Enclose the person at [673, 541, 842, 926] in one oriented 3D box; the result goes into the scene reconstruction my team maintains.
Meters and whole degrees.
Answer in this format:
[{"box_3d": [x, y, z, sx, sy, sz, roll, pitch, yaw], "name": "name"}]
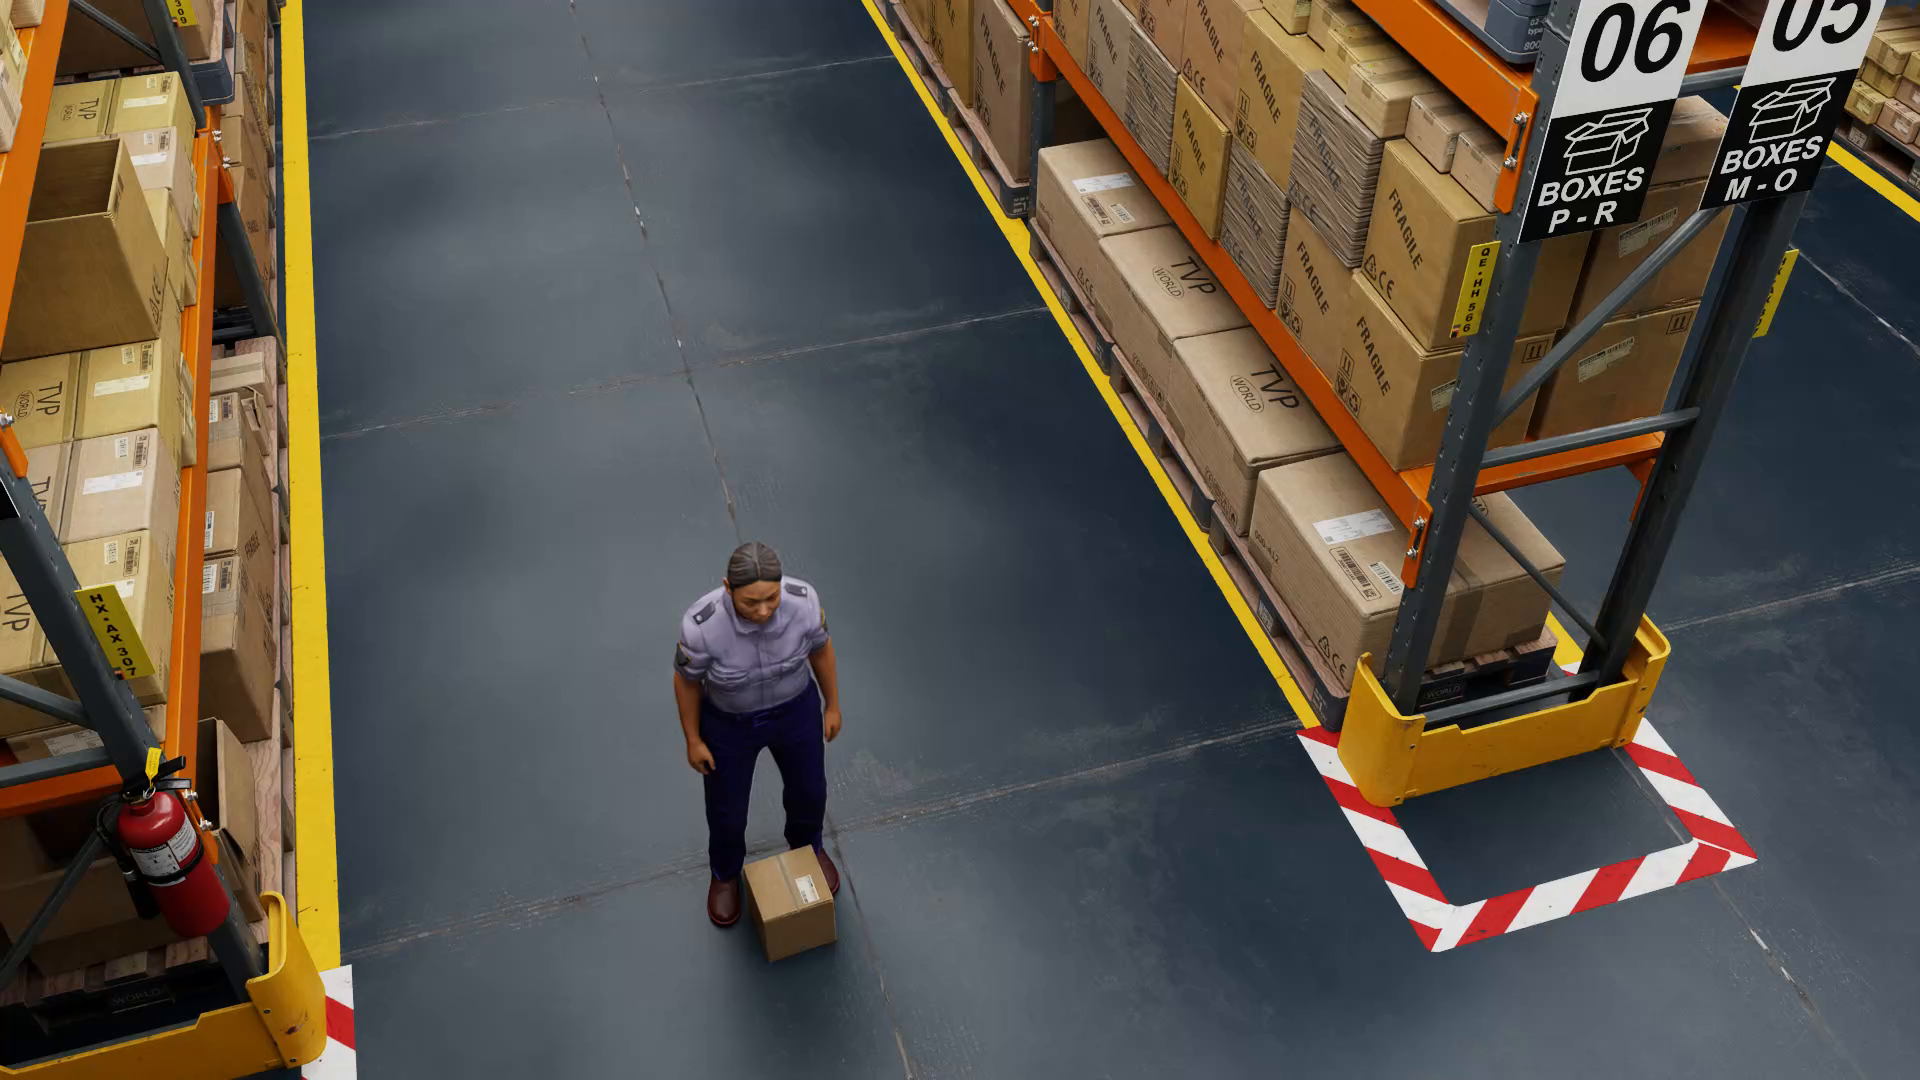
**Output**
[{"box_3d": [-0.667, 0.602, 5.511, 0.557, 1.648, 0.364, -13, 44, -14], "name": "person"}]
